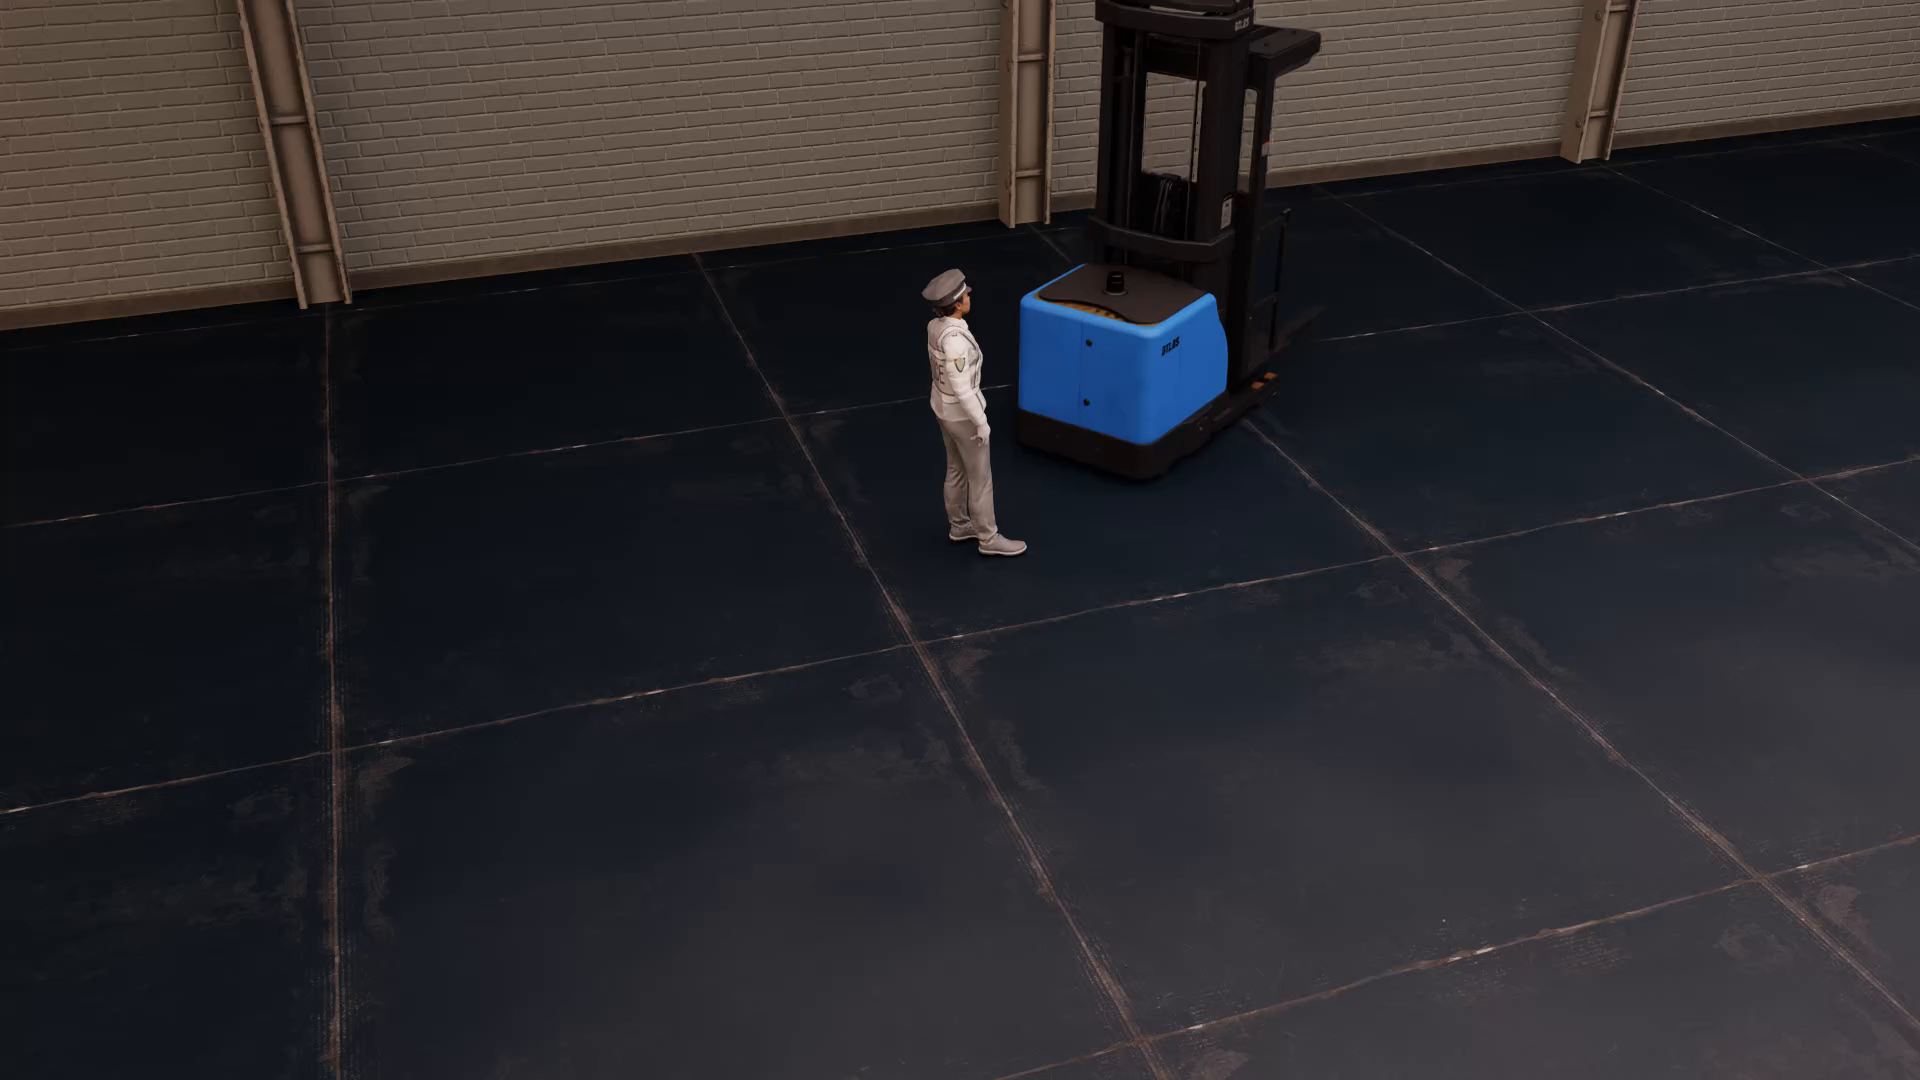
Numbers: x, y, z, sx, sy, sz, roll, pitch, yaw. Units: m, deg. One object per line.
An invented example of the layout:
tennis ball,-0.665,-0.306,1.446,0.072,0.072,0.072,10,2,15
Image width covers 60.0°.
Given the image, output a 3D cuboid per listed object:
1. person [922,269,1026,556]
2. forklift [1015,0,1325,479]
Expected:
person,0.067,-0.748,9.613,0.531,1.694,0.586,-10,31,-16
forklift,1.632,-2.340,11.153,1.130,2.935,3.031,20,35,30
